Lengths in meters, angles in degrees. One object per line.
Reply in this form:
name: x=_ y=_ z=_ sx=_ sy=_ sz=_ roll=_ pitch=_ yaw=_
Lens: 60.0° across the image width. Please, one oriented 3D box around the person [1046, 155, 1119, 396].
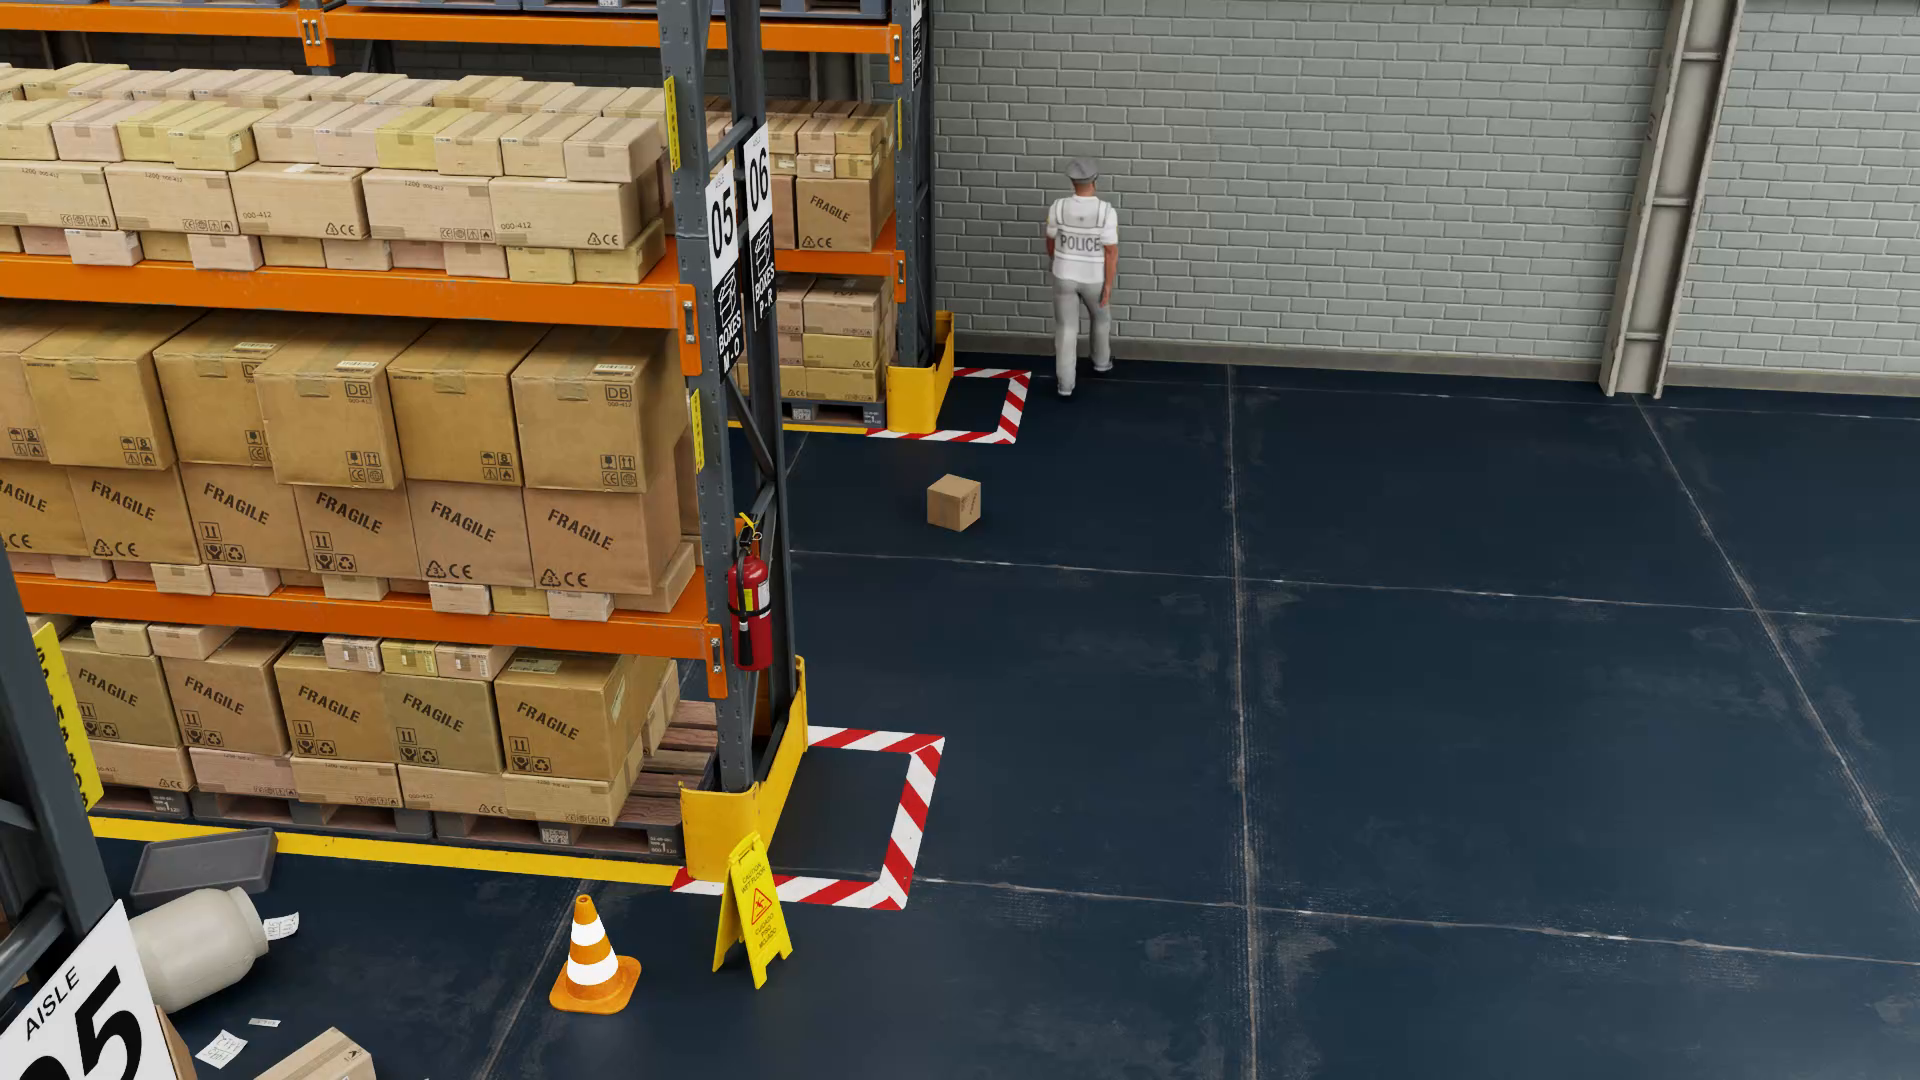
person: x=0.905 y=-1.994 z=12.295 sx=0.538 sy=1.760 sz=0.824 roll=4 pitch=28 yaw=8
